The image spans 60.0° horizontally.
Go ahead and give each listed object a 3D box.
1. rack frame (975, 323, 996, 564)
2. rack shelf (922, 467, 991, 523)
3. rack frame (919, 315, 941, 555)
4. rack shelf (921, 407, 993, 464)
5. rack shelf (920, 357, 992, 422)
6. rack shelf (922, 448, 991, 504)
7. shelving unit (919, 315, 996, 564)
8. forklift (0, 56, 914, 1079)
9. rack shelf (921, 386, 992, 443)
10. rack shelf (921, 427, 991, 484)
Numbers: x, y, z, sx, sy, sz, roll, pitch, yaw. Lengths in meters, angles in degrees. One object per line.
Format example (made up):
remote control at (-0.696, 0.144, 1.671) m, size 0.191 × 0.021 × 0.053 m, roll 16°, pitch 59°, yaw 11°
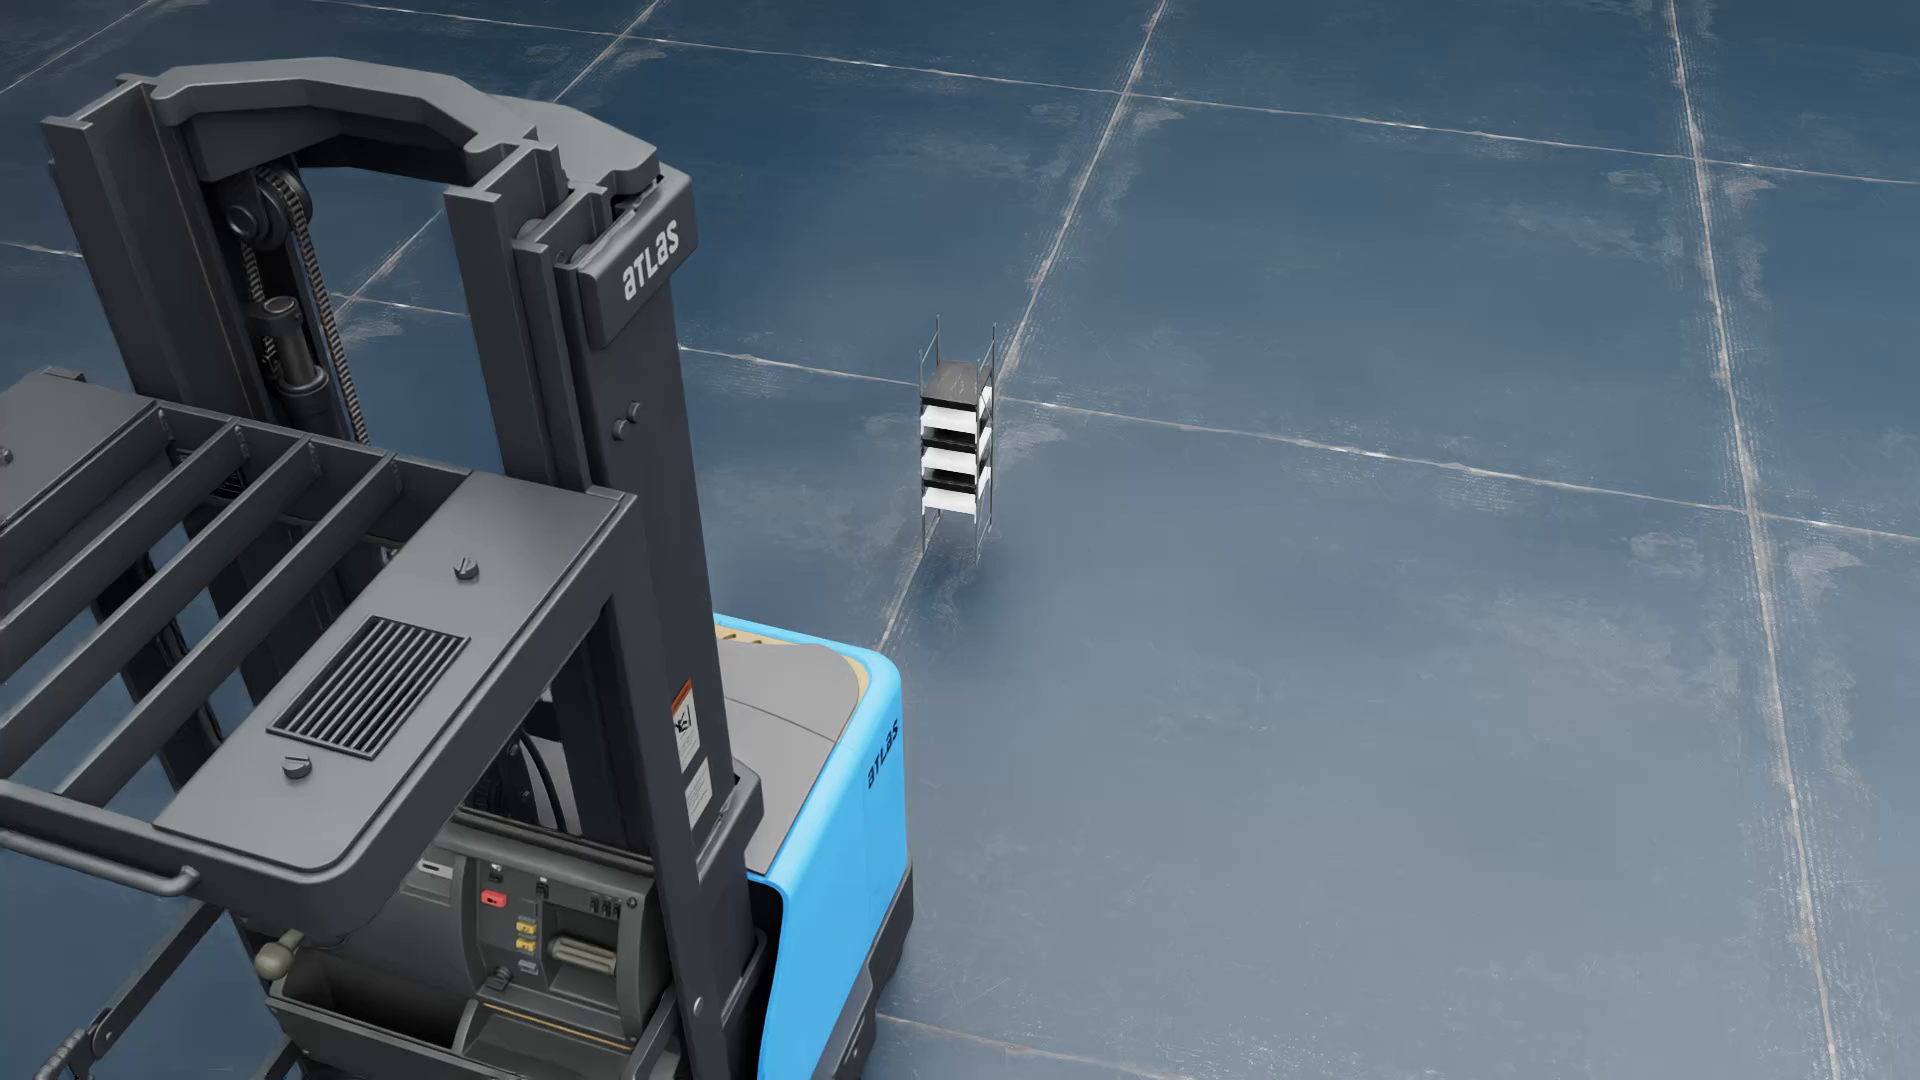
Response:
rack frame at (0.090, -0.329, 5.942) m, size 0.006 × 0.900 × 0.240 m, roll 10°, pitch 41°, yaw 11°
rack shelf at (-0.008, -0.183, 6.099) m, size 0.200 × 0.077 × 0.258 m, roll 10°, pitch 41°, yaw 11°
rack frame at (-0.106, -0.363, 5.982) m, size 0.006 × 0.900 × 0.240 m, roll 10°, pitch 41°, yaw 11°
rack shelf at (-0.008, -0.389, 5.926) m, size 0.200 × 0.077 × 0.258 m, roll 10°, pitch 41°, yaw 11°
rack shelf at (-0.008, -0.527, 5.810) m, size 0.200 × 0.077 × 0.258 m, roll 10°, pitch 41°, yaw 11°
rack shelf at (-0.008, -0.252, 6.042) m, size 0.200 × 0.077 × 0.258 m, roll 10°, pitch 41°, yaw 11°
shelving unit at (-0.008, -0.346, 5.962) m, size 0.210 × 0.900 × 0.258 m, roll 10°, pitch 41°, yaw 11°
forklift at (-1.087, 0.794, 3.025) m, size 1.130 × 2.935 × 3.031 m, roll 12°, pitch 42°, yaw 14°
rack shelf at (-0.008, -0.458, 5.868) m, size 0.200 × 0.077 × 0.258 m, roll 10°, pitch 41°, yaw 11°
rack shelf at (-0.008, -0.320, 5.984) m, size 0.200 × 0.077 × 0.258 m, roll 10°, pitch 41°, yaw 11°
